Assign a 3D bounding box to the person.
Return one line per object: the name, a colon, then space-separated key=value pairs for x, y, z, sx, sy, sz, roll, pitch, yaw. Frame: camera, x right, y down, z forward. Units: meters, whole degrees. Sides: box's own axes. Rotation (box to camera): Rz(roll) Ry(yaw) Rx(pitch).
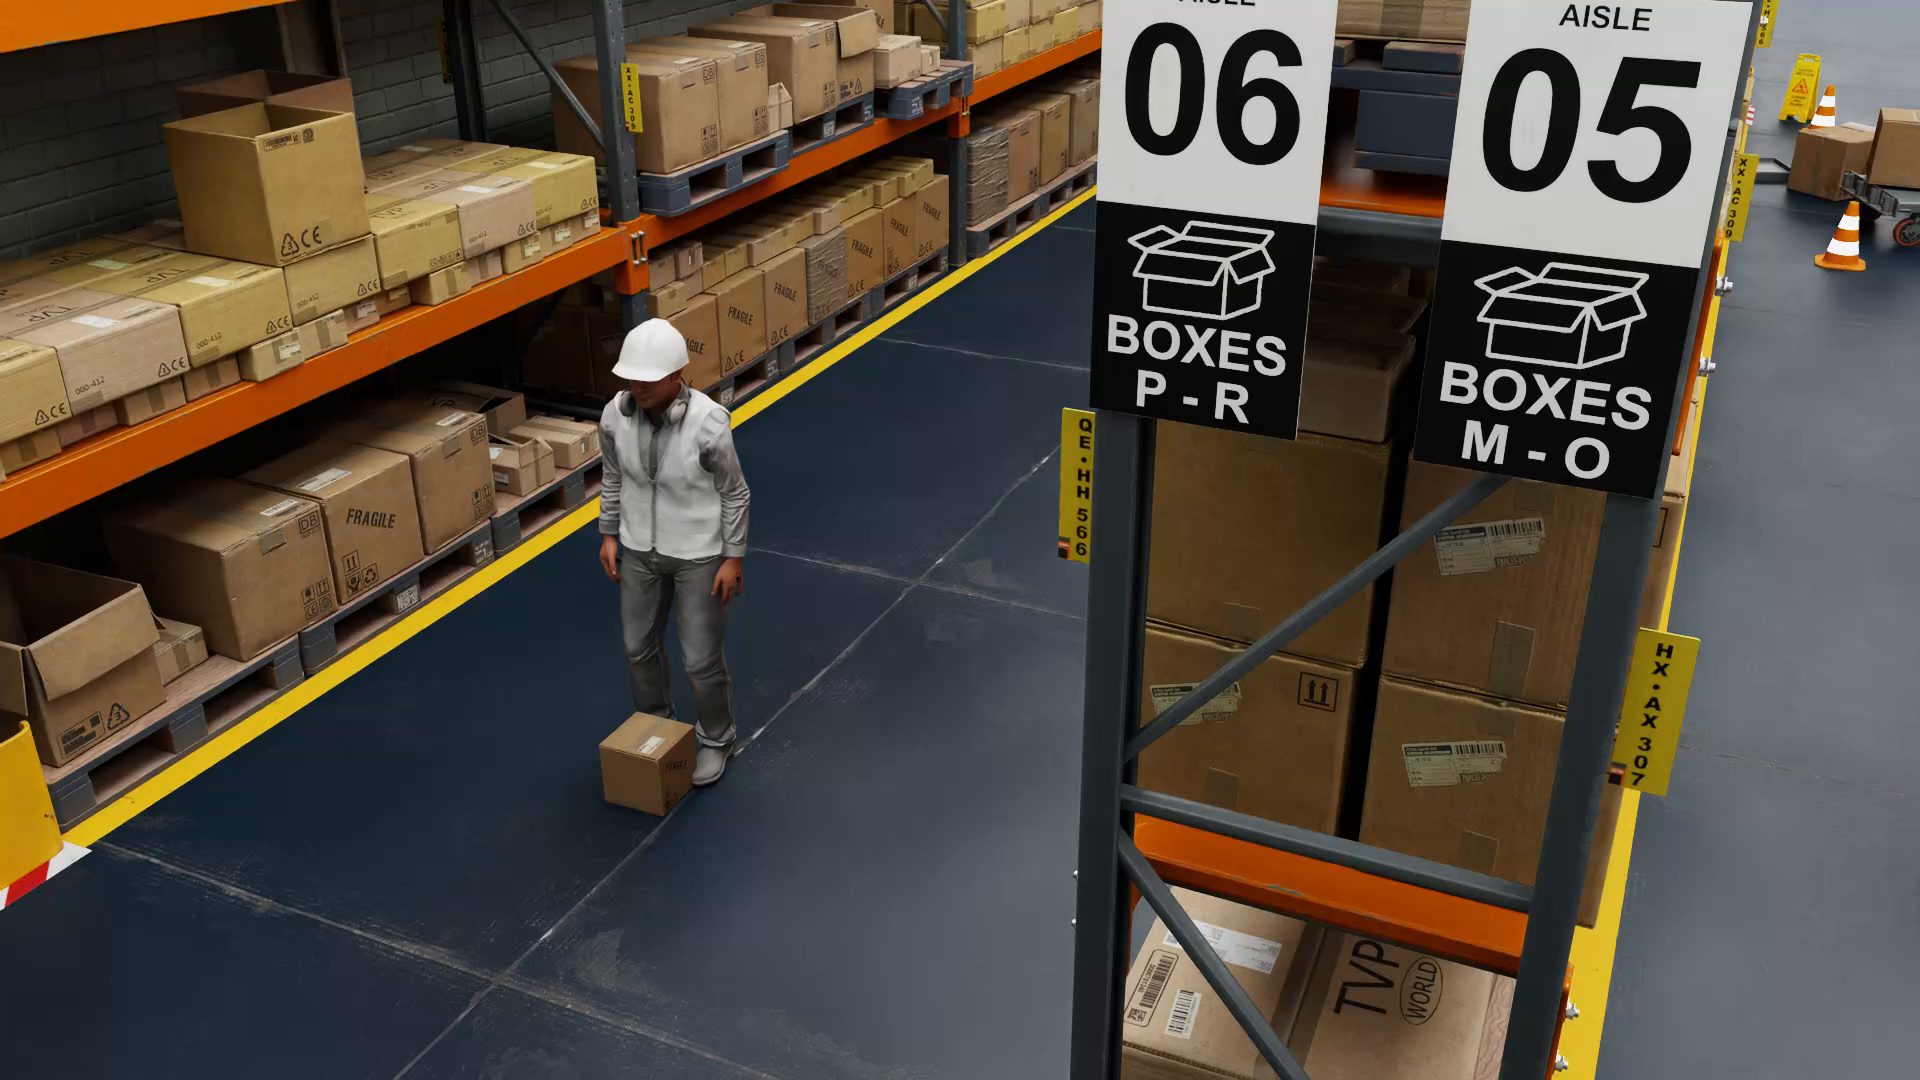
person: x=-1.037 y=0.035 z=6.012 sx=0.586 sy=1.770 sz=0.463 roll=10 pitch=28 yaw=19
